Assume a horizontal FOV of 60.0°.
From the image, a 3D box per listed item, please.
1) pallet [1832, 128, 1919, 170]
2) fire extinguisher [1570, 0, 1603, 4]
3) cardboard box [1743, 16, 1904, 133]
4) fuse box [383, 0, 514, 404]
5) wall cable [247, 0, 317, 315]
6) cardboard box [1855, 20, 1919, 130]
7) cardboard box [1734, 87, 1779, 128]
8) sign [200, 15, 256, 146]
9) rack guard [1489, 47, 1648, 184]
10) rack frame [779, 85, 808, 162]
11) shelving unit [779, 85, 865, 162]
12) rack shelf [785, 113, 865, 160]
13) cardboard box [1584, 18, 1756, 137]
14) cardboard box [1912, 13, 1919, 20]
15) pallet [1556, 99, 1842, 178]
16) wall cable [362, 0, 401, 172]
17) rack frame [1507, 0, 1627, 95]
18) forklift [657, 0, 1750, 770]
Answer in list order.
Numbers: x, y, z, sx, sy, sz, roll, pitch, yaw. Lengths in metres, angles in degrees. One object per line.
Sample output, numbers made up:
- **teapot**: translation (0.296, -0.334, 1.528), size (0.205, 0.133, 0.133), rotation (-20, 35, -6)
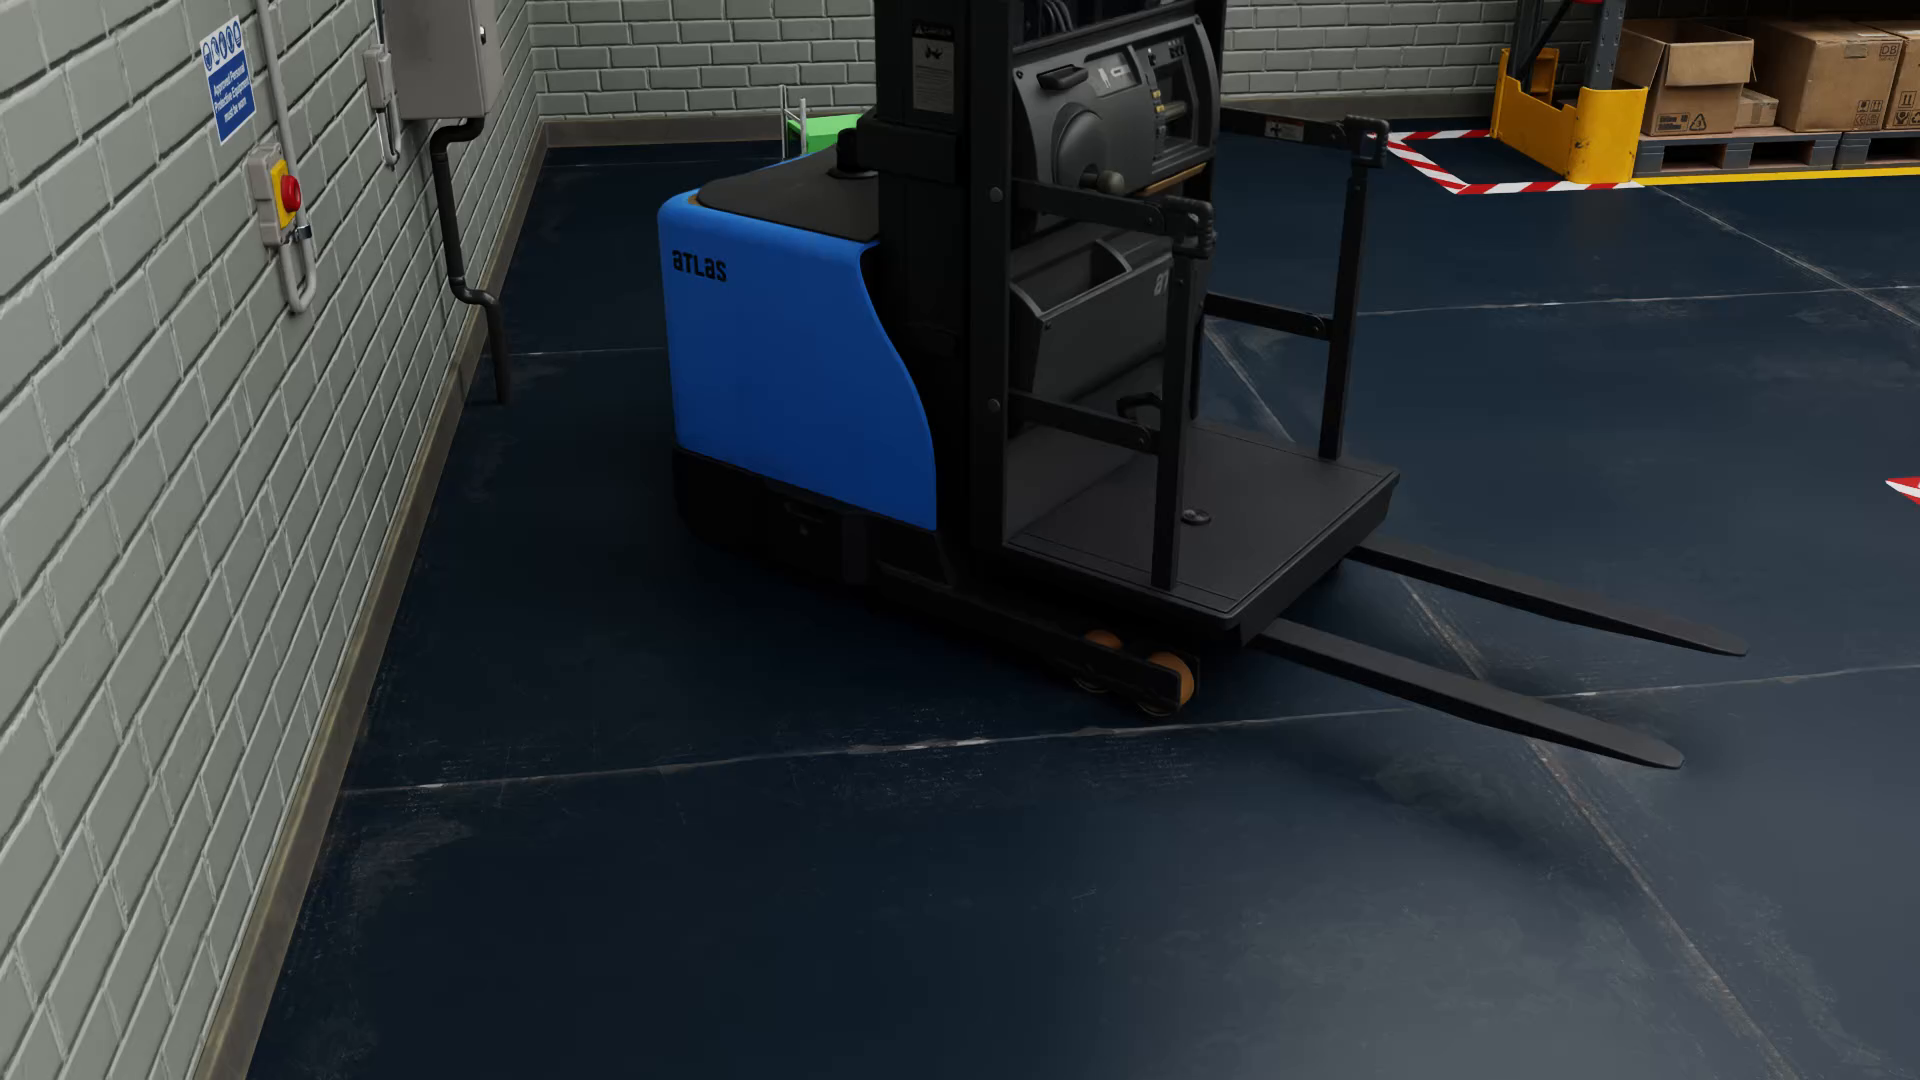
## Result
- **pallet**: translation (5.414, -2.417, 9.729), size (1.213, 0.211, 1.003), rotation (-4, 27, -7)
- **fire extinguisher**: translation (3.263, -3.107, 8.513), size (0.183, 0.674, 0.296), rotation (-4, 27, -7)
- **cardboard box**: translation (4.815, -2.633, 9.374), size (0.500, 0.500, 0.700), rotation (-3, 27, -5)
- **fuse box**: translation (-1.689, -1.298, 5.906), size (0.414, 1.711, 0.539), rotation (-4, 27, -7)
- **wall cable**: translation (-1.541, -1.379, 3.504), size (0.123, 1.953, 0.585), rotation (-4, 27, -7)
- **cardboard box**: translation (5.352, -2.621, 9.351), size (0.500, 0.500, 0.500), rotation (-3, 27, -6)
- **cardboard box**: translation (4.389, -2.449, 9.401), size (0.250, 0.149, 0.380), rotation (-5, 28, -9)
- **sign**: translation (-1.595, -1.007, 3.631), size (0.001, 0.218, 0.327), rotation (-4, 27, -7)
- **rack guard**: translation (3.419, -2.418, 9.415), size (0.348, 0.500, 1.175), rotation (-4, 27, -7)
- **rack frame**: translation (-0.557, -0.952, 5.792), size (0.015, 1.200, 0.240), rotation (-11, 29, -20)
- **shelving unit**: translation (-0.332, -0.995, 5.876), size (0.503, 1.200, 0.258), rotation (-11, 29, -20)
- **rack shelf**: translation (-0.332, -1.366, 5.686), size (0.480, 0.148, 0.258), rotation (-11, 29, -20)
- **cardboard box**: translation (3.963, -2.598, 9.302), size (0.637, 0.503, 0.797), rotation (-5, 28, -9)
- **cardboard box**: translation (5.843, -2.699, 9.503), size (0.500, 0.500, 0.700), rotation (-5, 28, -9)
- **pallet**: translation (4.209, -2.341, 9.581), size (1.213, 0.211, 1.003), rotation (-4, 27, -7)
- **wall cable**: translation (-1.750, -2.005, 4.759), size (0.122, 1.984, 0.588), rotation (-4, 27, -7)
- **rack frame**: translation (3.344, -3.526, 8.835), size (0.127, 3.000, 1.000), rotation (-4, 27, -7)
- **forklift**: translation (0.592, -1.118, 4.219), size (3.031, 2.935, 1.130), rotation (18, 32, 31)
